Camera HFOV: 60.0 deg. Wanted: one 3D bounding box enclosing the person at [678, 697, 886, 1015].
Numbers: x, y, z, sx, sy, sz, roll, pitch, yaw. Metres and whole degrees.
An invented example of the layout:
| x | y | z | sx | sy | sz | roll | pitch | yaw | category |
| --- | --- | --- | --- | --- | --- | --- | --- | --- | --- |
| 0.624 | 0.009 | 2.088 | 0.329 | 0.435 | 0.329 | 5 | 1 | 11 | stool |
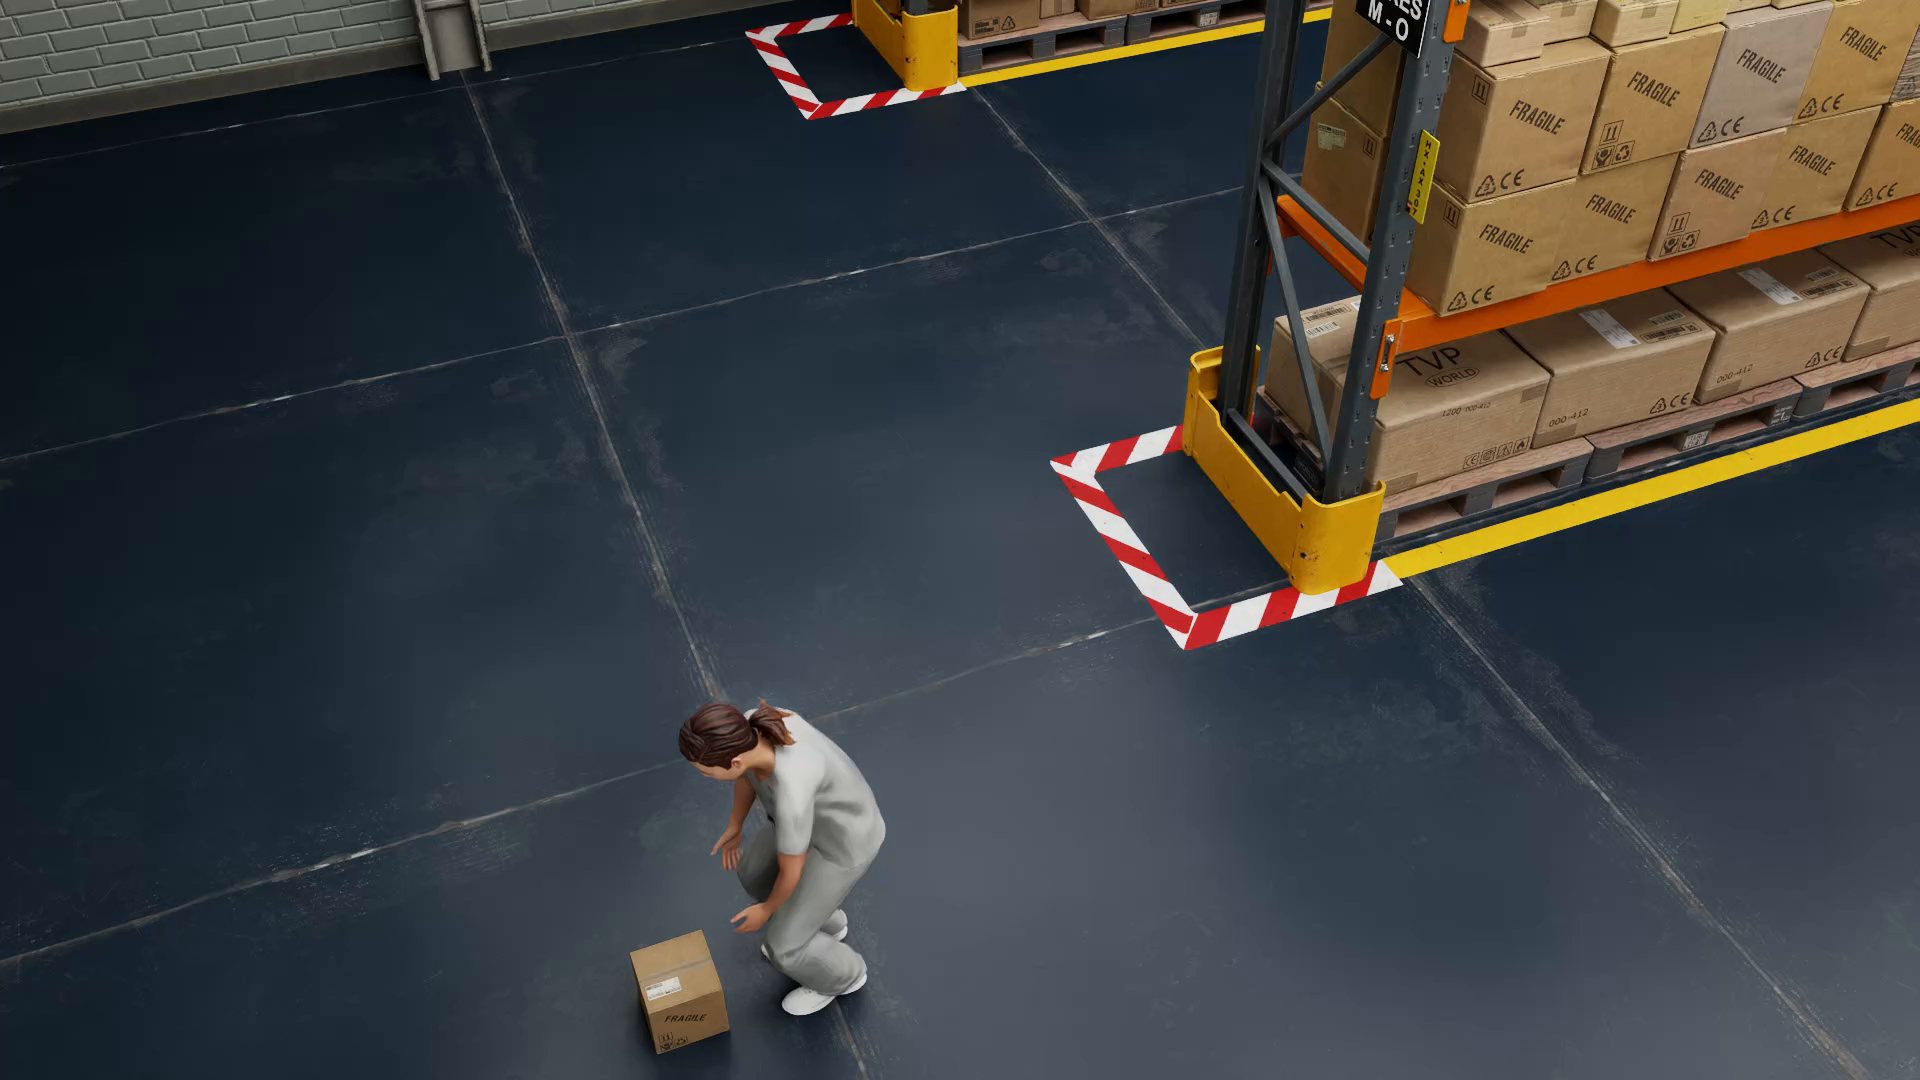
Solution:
| x | y | z | sx | sy | sz | roll | pitch | yaw | category |
| --- | --- | --- | --- | --- | --- | --- | --- | --- | --- |
| -0.528 | 0.979 | 5.249 | 0.593 | 1.444 | 0.489 | -15 | 44 | -16 | person |
